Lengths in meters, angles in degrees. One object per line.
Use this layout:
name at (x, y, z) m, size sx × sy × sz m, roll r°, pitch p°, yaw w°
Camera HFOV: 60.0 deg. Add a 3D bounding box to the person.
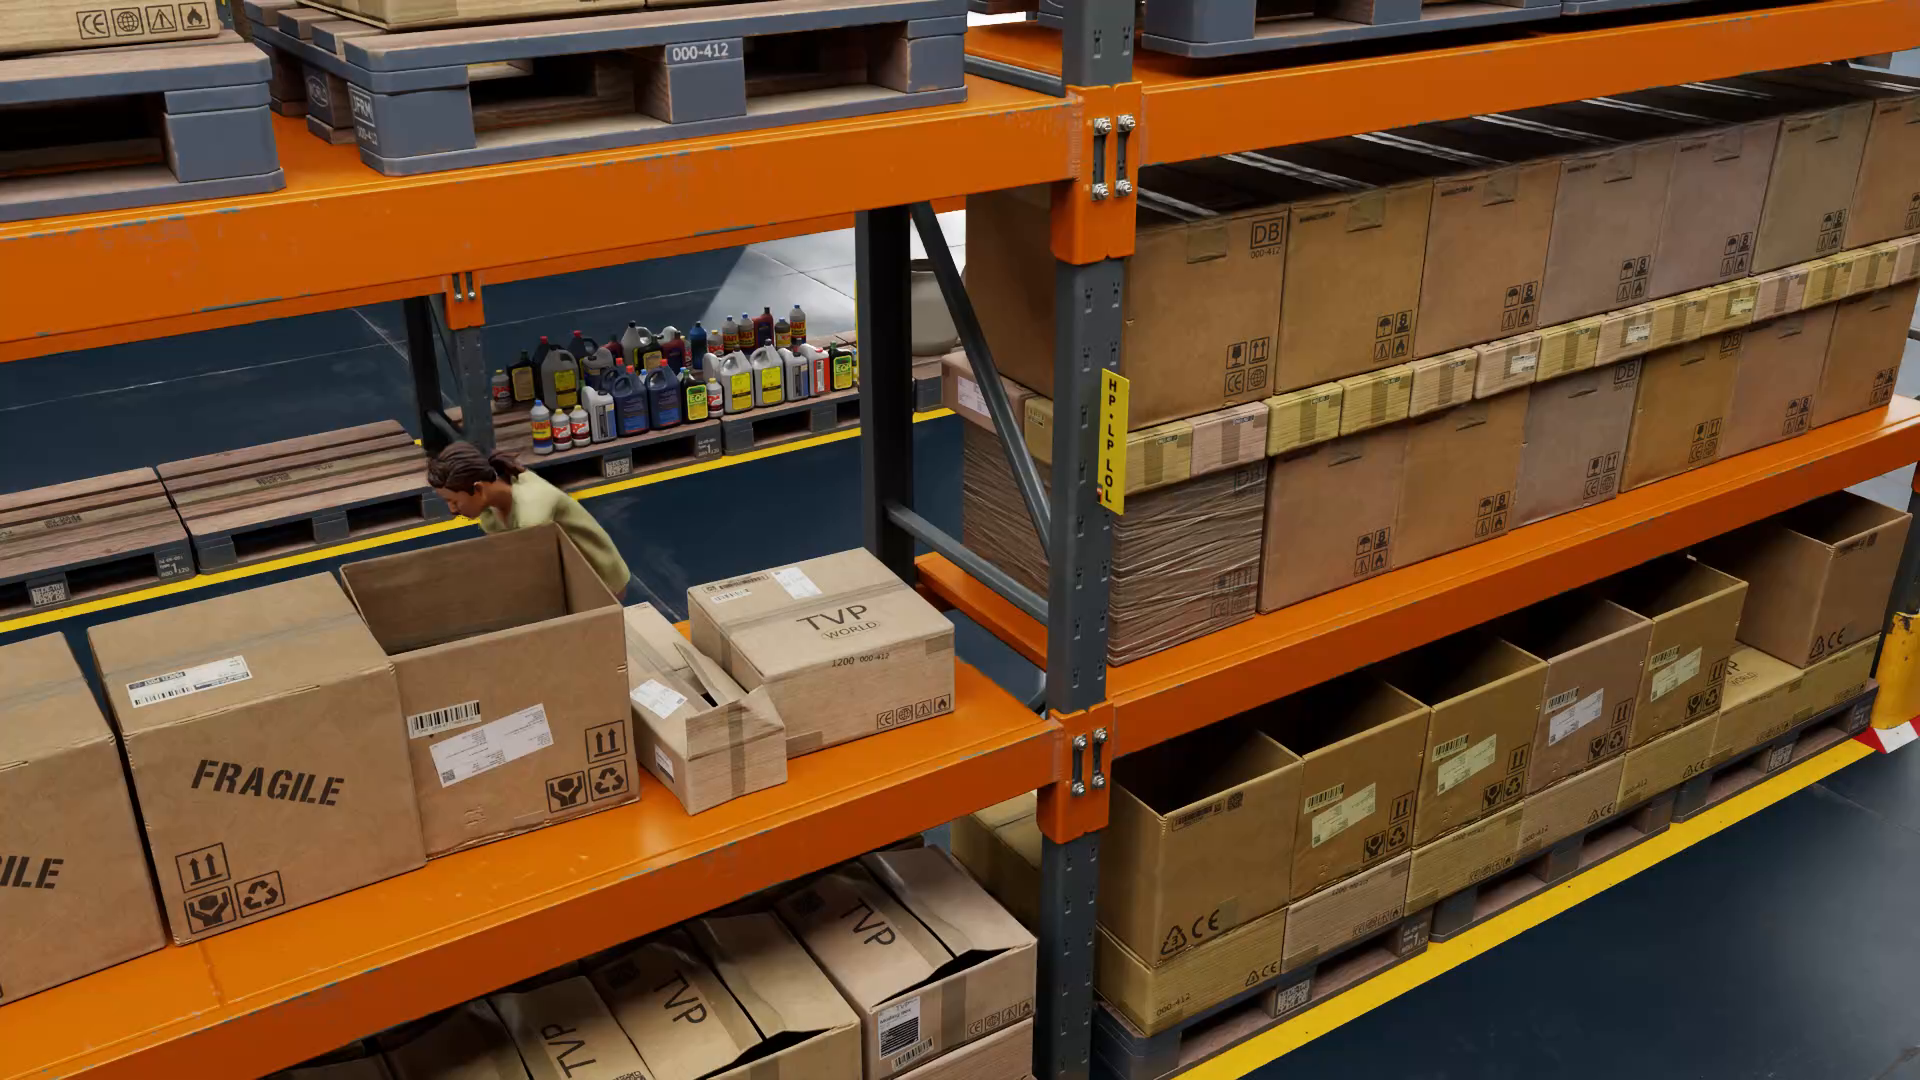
person at (-1.523, 0.226, 6.039) m, size 0.667 × 1.333 × 0.511 m, roll -15°, pitch 29°, yaw -29°
